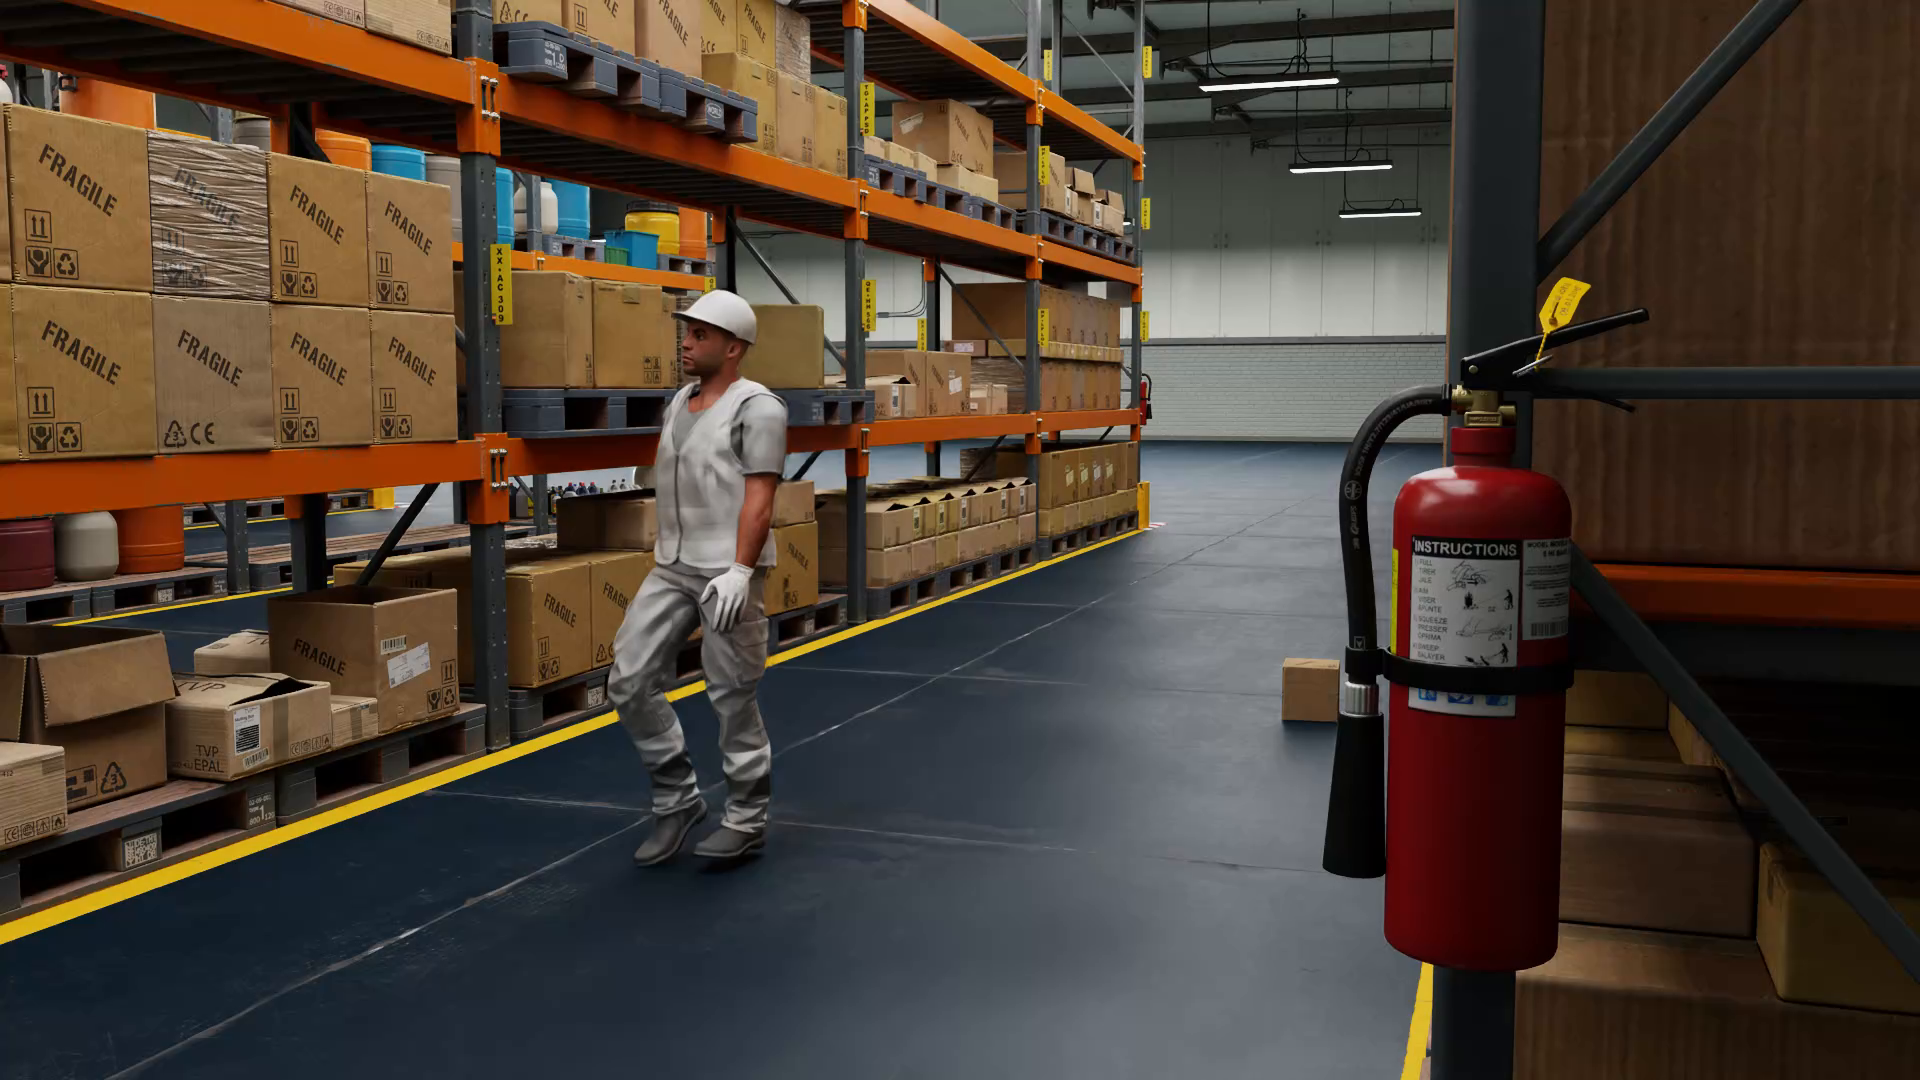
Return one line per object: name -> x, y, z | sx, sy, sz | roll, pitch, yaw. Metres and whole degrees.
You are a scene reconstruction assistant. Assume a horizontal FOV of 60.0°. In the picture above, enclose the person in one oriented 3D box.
person -> -0.802, 0.132, 5.170 | 0.530, 1.812, 0.466 | 4, 6, 36
